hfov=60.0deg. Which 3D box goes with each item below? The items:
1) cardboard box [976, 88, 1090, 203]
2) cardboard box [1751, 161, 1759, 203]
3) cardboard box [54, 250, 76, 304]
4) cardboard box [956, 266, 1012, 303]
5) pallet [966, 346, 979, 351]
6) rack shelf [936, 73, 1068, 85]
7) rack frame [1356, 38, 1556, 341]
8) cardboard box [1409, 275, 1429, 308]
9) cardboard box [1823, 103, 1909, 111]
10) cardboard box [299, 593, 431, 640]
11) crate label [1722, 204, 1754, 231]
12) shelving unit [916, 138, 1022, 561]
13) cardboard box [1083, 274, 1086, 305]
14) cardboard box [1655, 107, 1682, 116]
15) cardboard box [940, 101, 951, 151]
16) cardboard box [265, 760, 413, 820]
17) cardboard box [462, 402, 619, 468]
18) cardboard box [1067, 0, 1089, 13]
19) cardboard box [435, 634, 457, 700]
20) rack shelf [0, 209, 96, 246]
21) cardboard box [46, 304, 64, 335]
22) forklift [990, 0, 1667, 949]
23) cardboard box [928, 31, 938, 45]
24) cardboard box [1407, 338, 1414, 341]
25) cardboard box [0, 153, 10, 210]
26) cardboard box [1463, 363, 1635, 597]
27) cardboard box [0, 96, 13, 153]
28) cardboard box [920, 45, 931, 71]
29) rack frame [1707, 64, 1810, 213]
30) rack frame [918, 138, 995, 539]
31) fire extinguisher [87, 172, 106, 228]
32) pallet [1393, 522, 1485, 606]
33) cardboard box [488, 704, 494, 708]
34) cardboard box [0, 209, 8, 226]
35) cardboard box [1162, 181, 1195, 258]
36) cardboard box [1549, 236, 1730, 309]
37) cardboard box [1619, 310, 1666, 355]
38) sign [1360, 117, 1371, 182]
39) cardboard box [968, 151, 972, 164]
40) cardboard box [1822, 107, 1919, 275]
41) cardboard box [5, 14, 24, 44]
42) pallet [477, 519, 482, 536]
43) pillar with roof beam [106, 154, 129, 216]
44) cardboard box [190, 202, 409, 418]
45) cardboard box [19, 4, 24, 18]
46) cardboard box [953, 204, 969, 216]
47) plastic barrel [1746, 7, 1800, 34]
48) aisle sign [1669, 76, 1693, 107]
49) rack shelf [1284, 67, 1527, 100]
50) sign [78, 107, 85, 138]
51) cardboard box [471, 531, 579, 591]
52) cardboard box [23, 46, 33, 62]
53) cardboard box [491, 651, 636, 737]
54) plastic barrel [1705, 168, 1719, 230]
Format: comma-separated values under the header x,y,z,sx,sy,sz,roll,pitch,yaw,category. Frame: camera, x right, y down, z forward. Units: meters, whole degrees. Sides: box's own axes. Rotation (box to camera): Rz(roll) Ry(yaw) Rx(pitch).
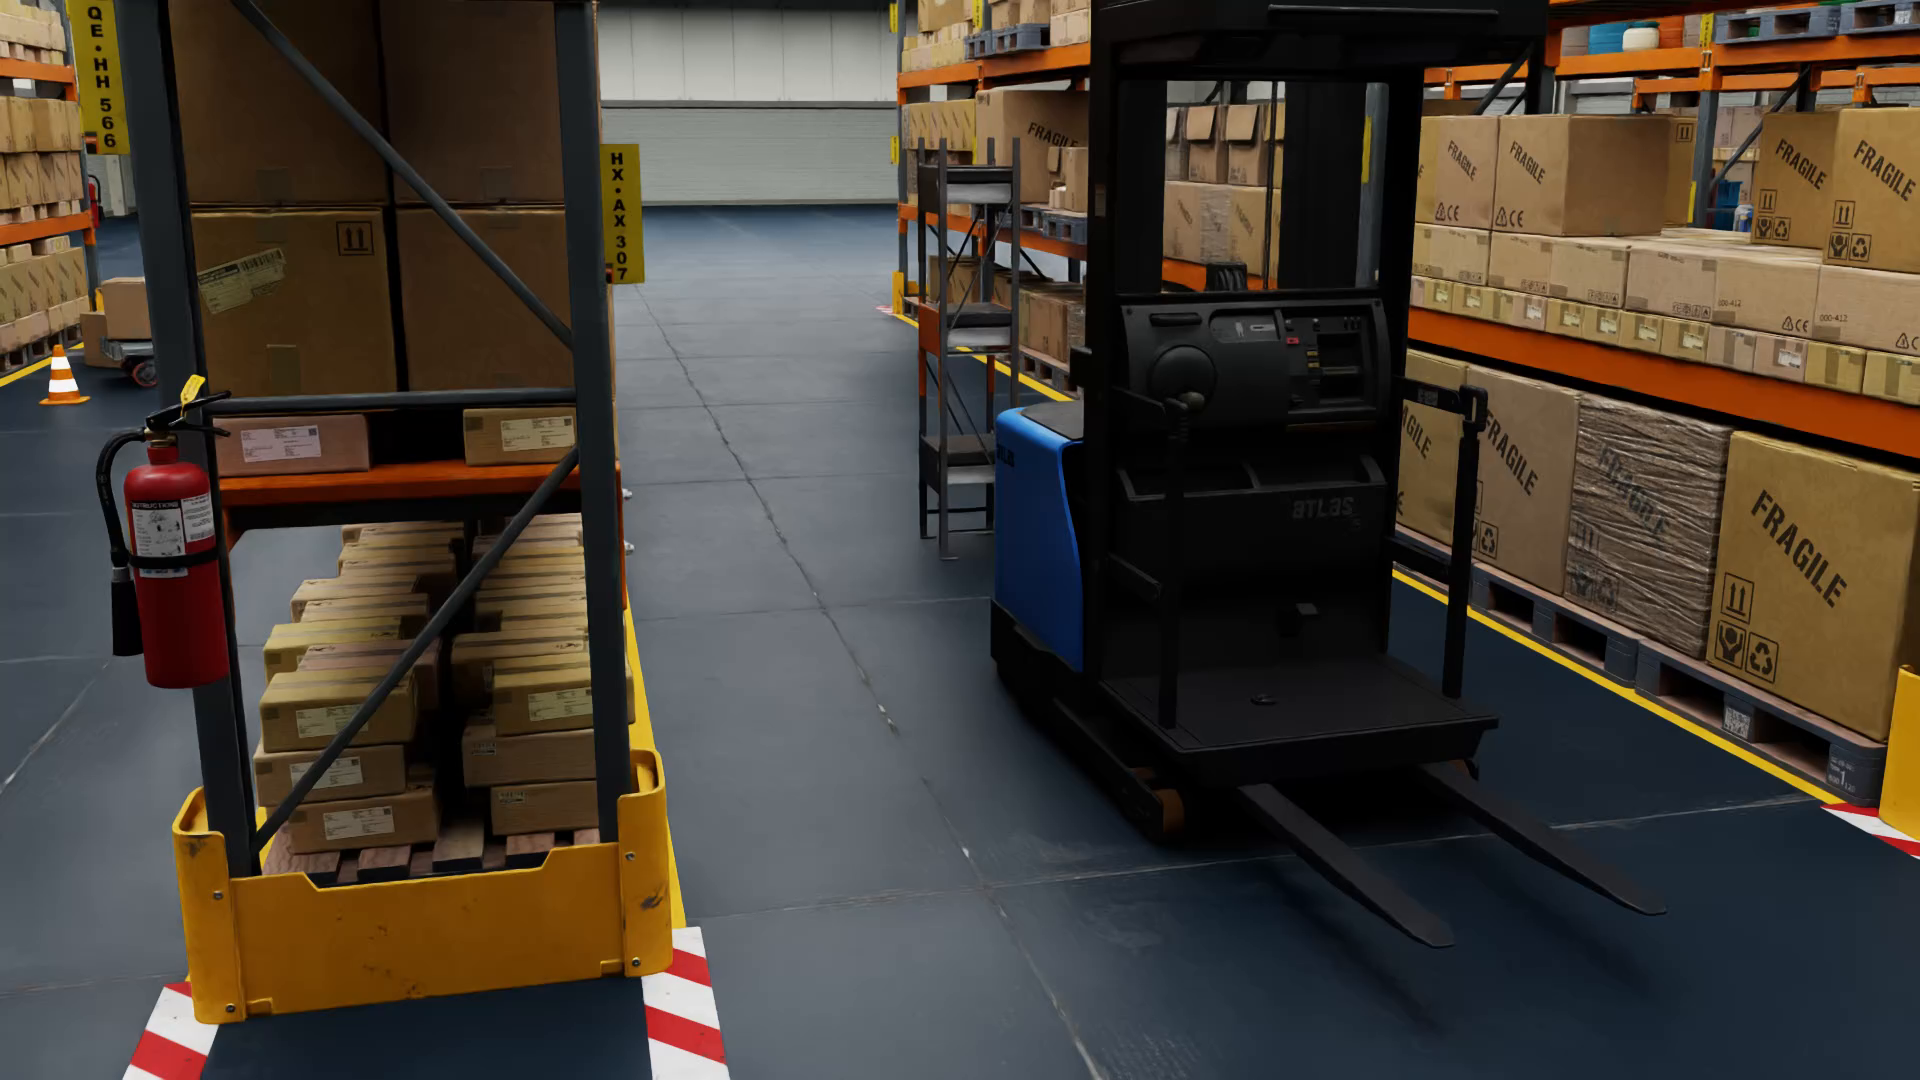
x,y,z,sx,sy,sz,roll,pitch,yaw,category
0.744,-3.648,15.389,1.000,1.000,1.000,-3,14,-13,cardboard box
9.969,-4.283,19.925,0.700,0.500,0.500,-3,14,-12,cardboard box
-9.311,-2.656,16.807,0.500,0.500,0.500,-3,14,-11,cardboard box
0.274,-2.698,18.033,0.500,0.500,0.500,-5,14,-18,cardboard box
0.501,-2.142,17.249,1.003,0.211,1.213,-3,14,-13,pallet
0.224,-5.008,17.887,0.919,0.124,3.809,-3,14,-13,rack shelf
2.572,-1.498,8.738,1.000,3.000,0.127,-3,14,-13,rack frame
2.380,-1.229,8.165,0.380,0.149,0.250,-4,14,-15,cardboard box
10.213,-4.676,18.800,0.700,0.500,0.500,-3,14,-13,cardboard box
-1.891,0.285,5.310,0.380,0.149,0.250,-4,14,-15,cardboard box
6.713,-2.734,14.148,0.303,0.233,0.416,-3,14,-13,crate label
0.039,-0.982,8.522,0.431,2.100,0.503,-3,14,-13,shelving unit
1.312,-2.059,13.795,0.500,0.250,0.500,-2,14,-7,cardboard box
9.494,-5.376,21.666,0.700,0.500,0.500,-3,14,-13,cardboard box
0.085,-4.341,17.433,0.500,0.500,0.500,-3,14,-13,cardboard box
-1.818,0.695,4.882,0.380,0.149,0.250,-3,14,-11,cardboard box
-1.091,-0.293,4.335,0.380,0.149,0.250,-3,14,-14,cardboard box
1.147,-4.383,12.963,0.500,0.500,0.500,-3,14,-13,cardboard box
-1.821,0.421,5.379,0.380,0.149,0.250,-3,14,-14,cardboard box
-9.409,-2.903,16.005,1.077,0.370,4.000,-3,14,-13,rack shelf
-9.185,-2.170,16.399,0.500,0.250,0.500,-4,14,-15,cardboard box
1.030,-0.567,5.205,1.129,2.867,3.031,-4,14,-16,forklift
-0.134,-5.466,18.135,0.380,0.149,0.250,-4,14,-16,cardboard box
2.403,-0.816,9.540,1.225,0.875,0.875,-3,14,-13,cardboard box
-8.912,-3.216,14.932,0.500,0.500,0.500,-3,14,-13,cardboard box
2.861,-0.305,7.449,0.875,0.875,0.875,-3,14,-13,cardboard box
-8.931,-3.703,14.818,0.700,0.500,0.500,-3,14,-13,cardboard box
-0.144,-5.292,18.263,0.500,0.250,0.500,-3,14,-13,cardboard box
6.444,-2.697,13.644,0.949,2.616,0.053,-3,14,-13,rack frame
-0.018,-1.038,8.752,0.400,2.100,0.015,-3,14,-13,rack frame
-9.458,-3.728,18.031,0.296,0.674,0.183,-3,14,-13,fire extinguisher
2.675,0.036,8.333,1.003,0.211,1.213,-3,14,-13,pallet
-1.216,0.513,5.003,0.380,0.149,0.250,-3,14,-13,cardboard box
-8.927,-2.934,15.144,0.380,0.149,0.250,-3,14,-11,cardboard box
1.606,-2.223,11.496,0.500,0.500,0.500,-4,14,-15,cardboard box
2.775,-1.098,6.791,0.500,0.250,0.500,-3,14,-13,cardboard box
2.805,-0.812,6.461,0.380,0.149,0.250,-3,14,-13,cardboard box
2.047,-1.989,8.477,0.100,0.325,0.005,-3,14,-13,sign
0.565,-3.761,17.164,0.875,0.500,0.500,-3,14,-13,cardboard box
3.142,-1.109,5.255,0.500,0.500,0.500,-3,14,-12,cardboard box
-9.132,-4.788,15.573,0.500,0.250,0.500,-3,14,-13,cardboard box
-2.457,-0.070,8.768,1.003,0.211,1.213,-3,14,-13,pallet
-18.276,-13.301,44.407,9.100,9.000,0.400,-3,14,-13,pillar with roof beam
-1.689,-0.604,4.243,0.500,0.500,0.500,-3,14,-12,cardboard box
-9.351,-5.137,16.162,0.380,0.149,0.250,-3,14,-13,cardboard box
0.140,-3.425,17.156,0.380,0.149,0.250,-3,14,-13,cardboard box
6.672,-4.297,13.639,0.421,0.512,0.421,0,14,0,plastic barrel
9.654,-6.112,22.146,0.394,0.787,0.004,-3,14,-13,aisle sign
5.038,-5.189,19.040,1.077,0.370,4.000,-3,14,-13,rack shelf
-9.335,-4.456,17.741,0.100,0.325,0.005,-3,14,-13,sign
-1.606,0.075,6.169,0.380,0.149,0.250,-3,14,-13,cardboard box
-9.304,-4.746,16.244,0.380,0.149,0.250,-3,14,-14,cardboard box
-1.126,0.430,4.715,0.380,0.149,0.250,-4,14,-16,cardboard box
6.044,-2.853,13.998,0.600,0.536,0.708,-3,14,-13,plastic barrel
